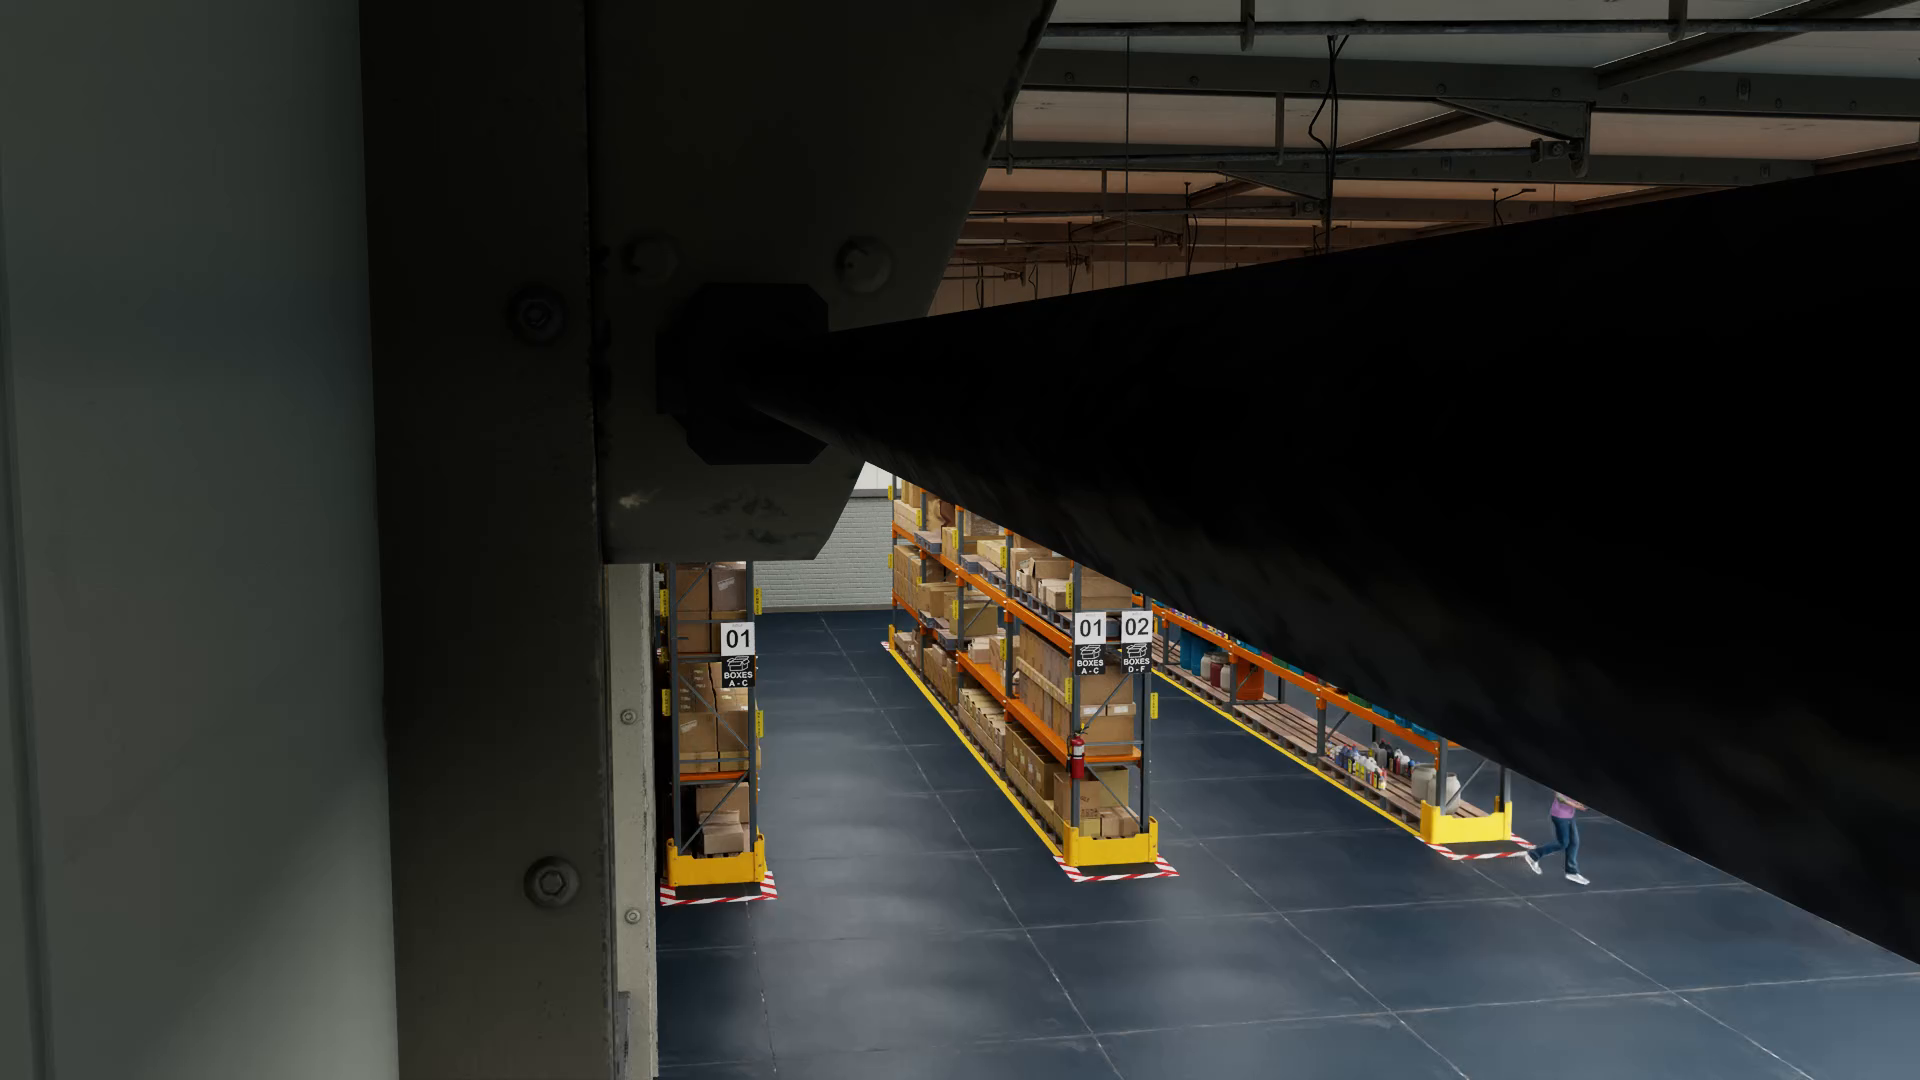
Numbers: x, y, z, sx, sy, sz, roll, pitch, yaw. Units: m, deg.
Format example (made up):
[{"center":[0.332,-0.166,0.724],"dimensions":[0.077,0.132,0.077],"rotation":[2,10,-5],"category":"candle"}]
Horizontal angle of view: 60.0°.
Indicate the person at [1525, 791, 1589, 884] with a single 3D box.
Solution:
[{"center":[7.297,3.362,20.243],"dimensions":[0.745,1.606,0.566],"rotation":[3,7,25],"category":"person"}]
